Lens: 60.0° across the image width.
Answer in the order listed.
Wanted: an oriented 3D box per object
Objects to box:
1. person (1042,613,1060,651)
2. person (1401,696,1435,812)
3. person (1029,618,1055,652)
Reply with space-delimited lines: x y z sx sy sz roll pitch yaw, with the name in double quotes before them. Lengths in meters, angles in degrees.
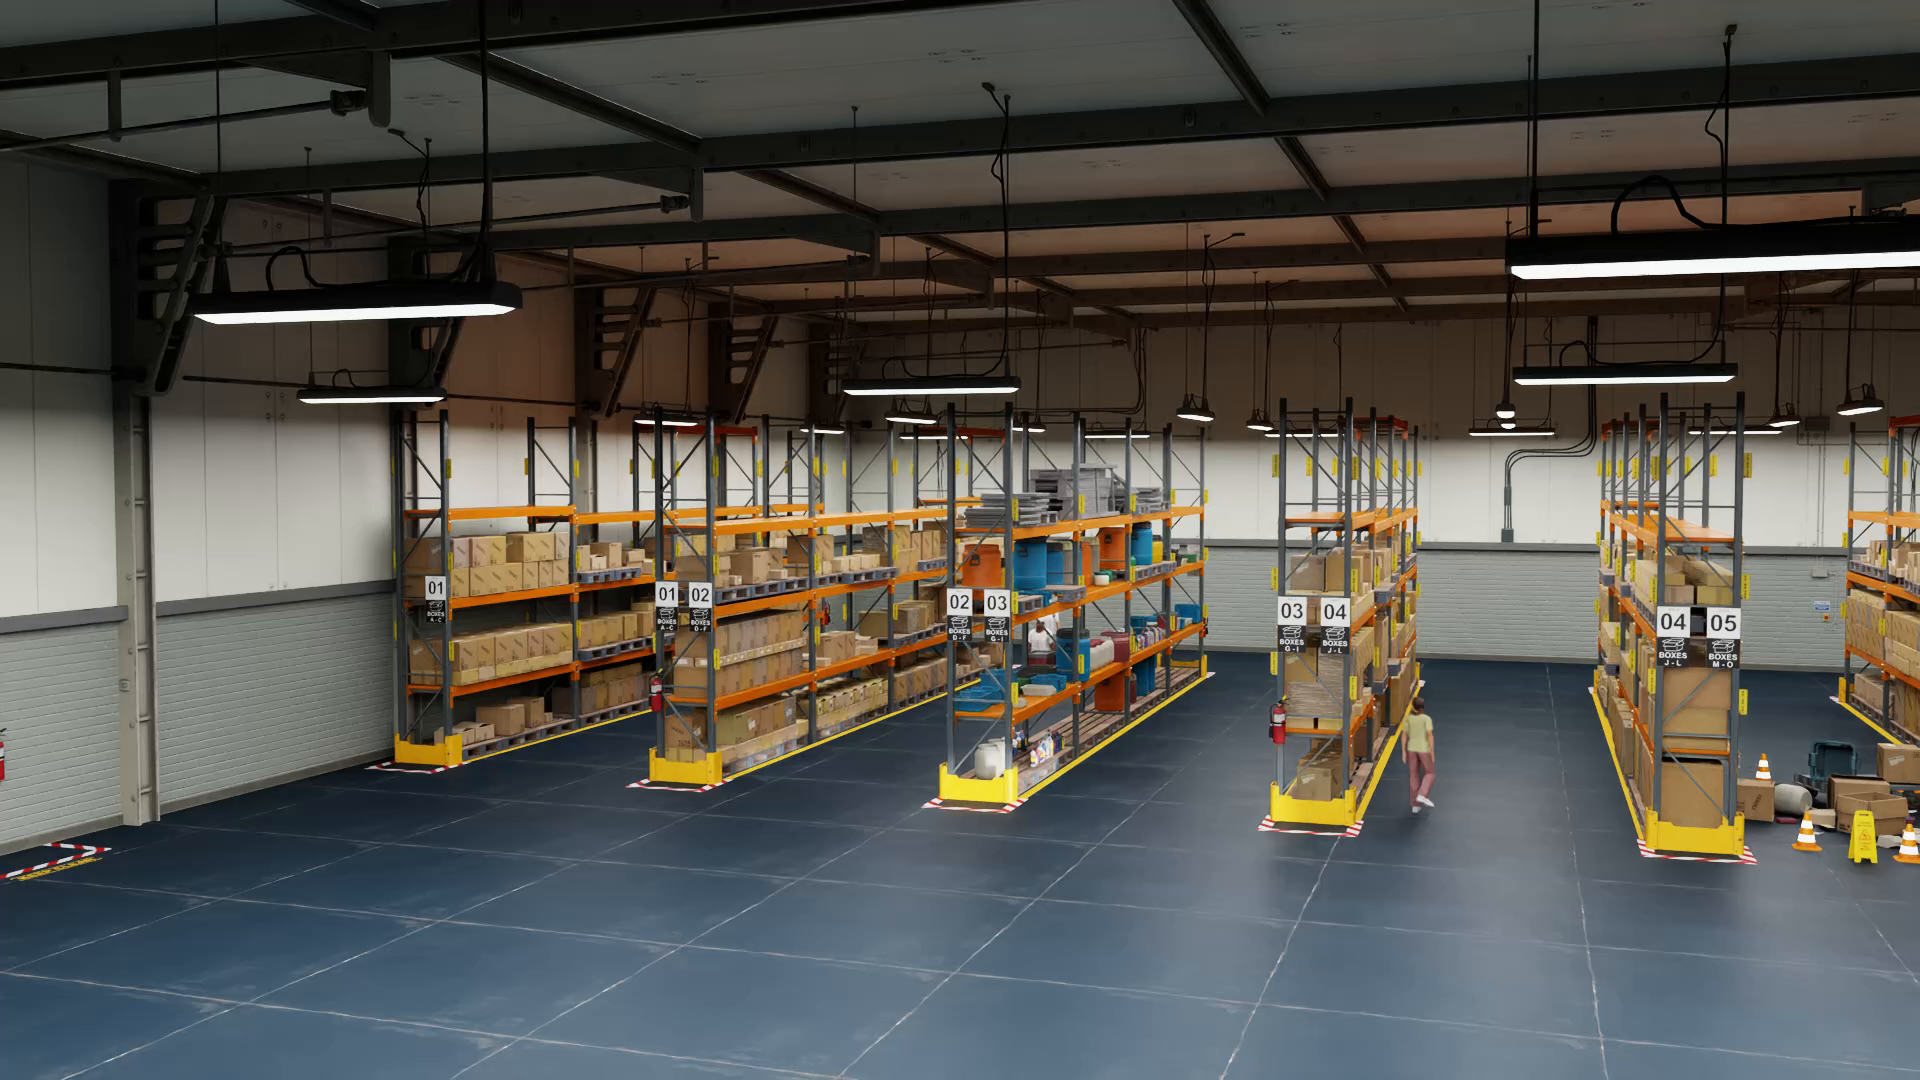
"person" 2.292 2.364 42.398 0.480 1.601 1.068 0 2 -6
"person" 6.687 3.122 24.260 0.489 1.659 0.471 1 3 29
"person" 1.740 2.543 36.561 0.616 1.716 0.966 1 3 27
